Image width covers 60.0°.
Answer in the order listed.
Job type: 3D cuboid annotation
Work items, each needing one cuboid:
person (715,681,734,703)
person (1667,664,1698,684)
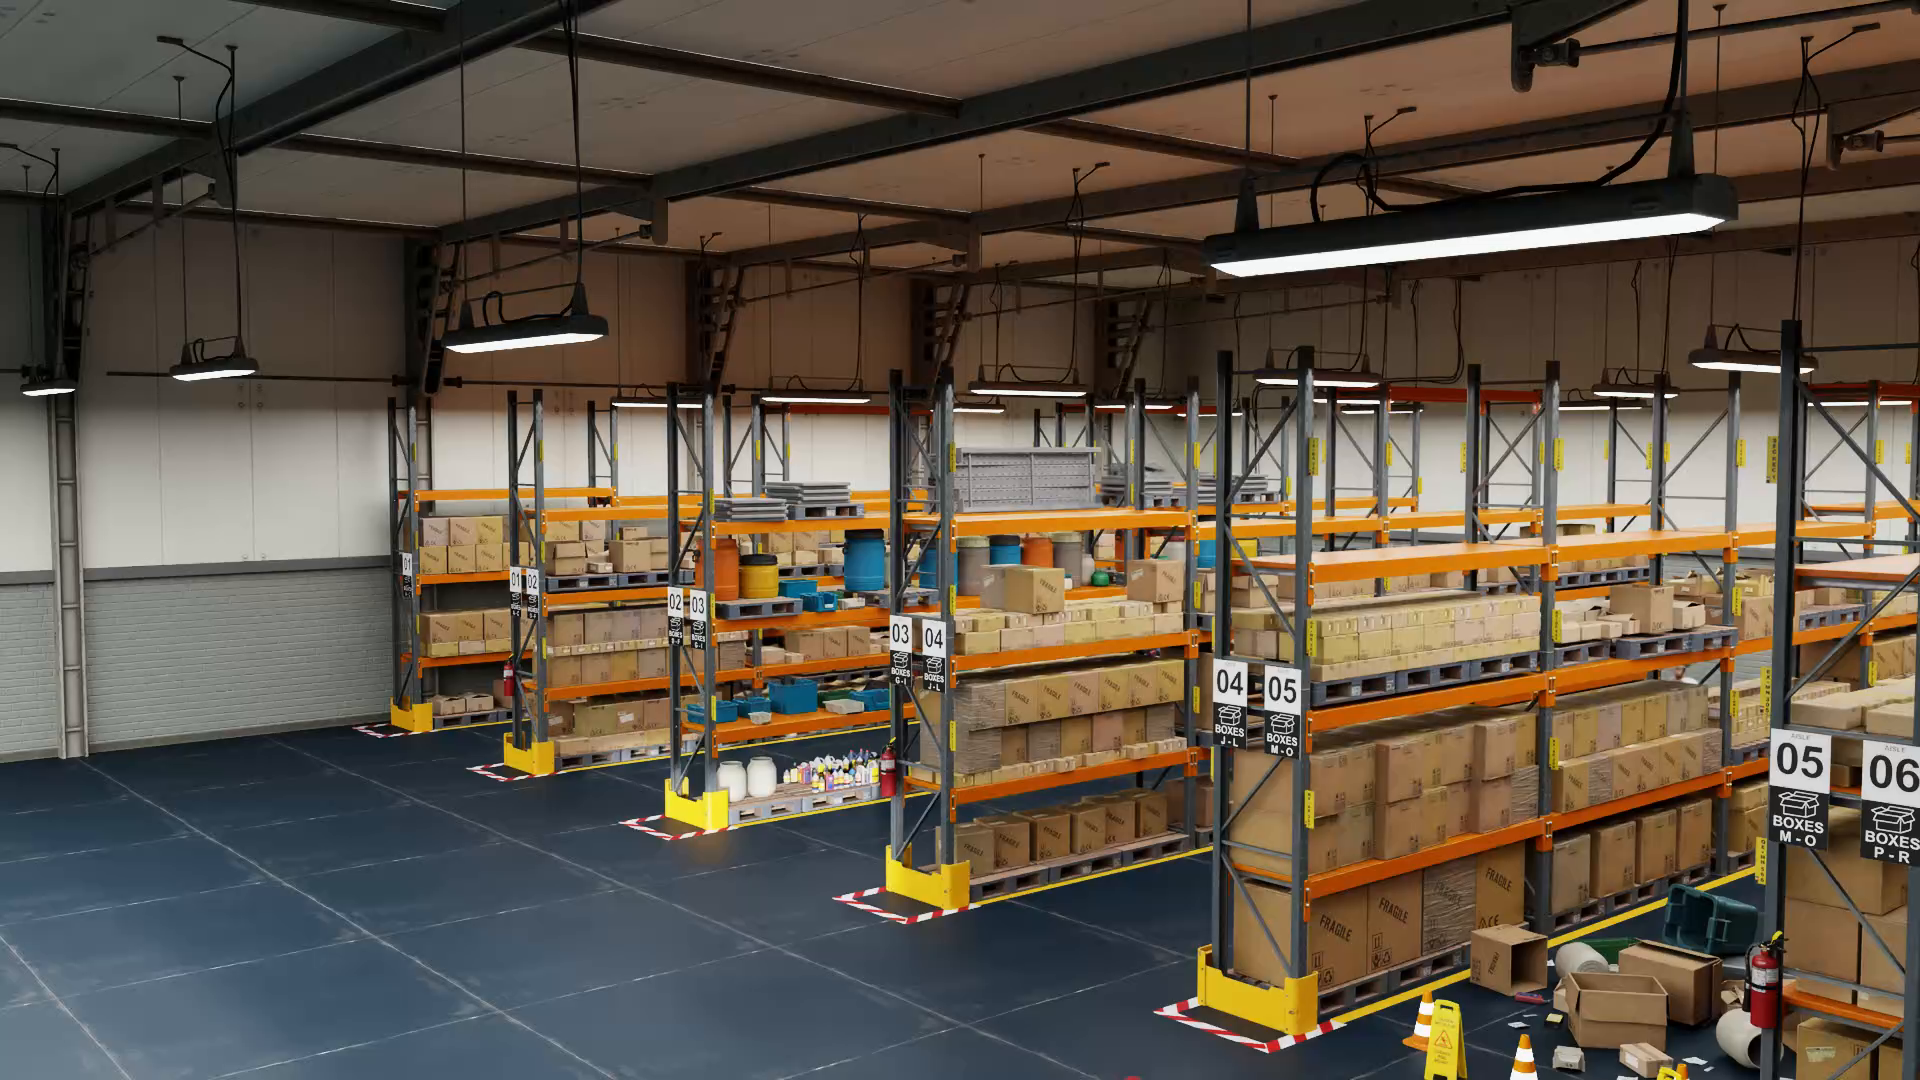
[{"bbox_3d":[-4.431,2.553,30.795,0.569,1.619,0.578,-3,5,-43],"label":"person"},{"bbox_3d":[11.555,2.779,26.658,0.643,1.706,0.588,3,5,43],"label":"person"}]
